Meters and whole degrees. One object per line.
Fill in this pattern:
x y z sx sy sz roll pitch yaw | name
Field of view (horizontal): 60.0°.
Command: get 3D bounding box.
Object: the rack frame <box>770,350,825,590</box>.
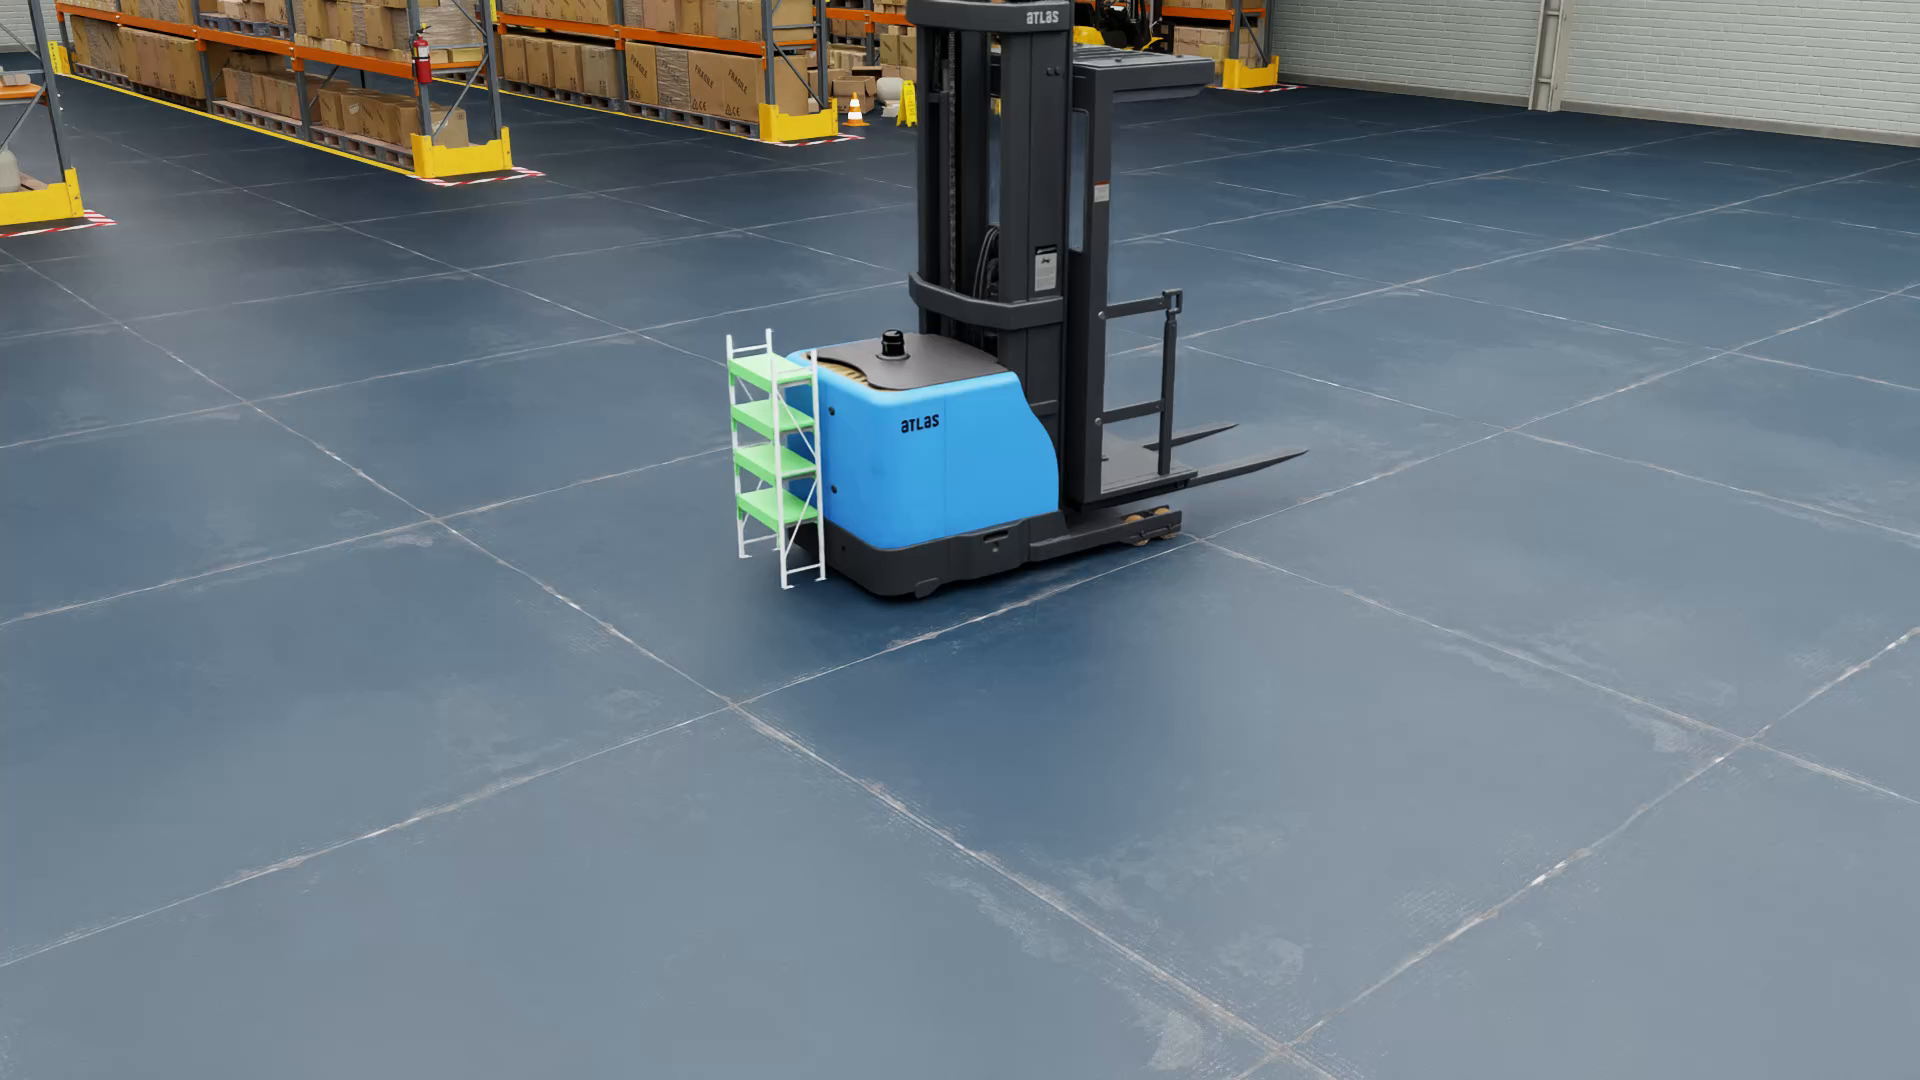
-0.794 -0.335 8.191 0.240 1.200 0.015 -14 25 -30 | rack frame

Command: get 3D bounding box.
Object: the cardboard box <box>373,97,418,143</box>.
-7.317 -5.496 21.754 0.500 0.500 0.500 -14 26 -33 | cardboard box

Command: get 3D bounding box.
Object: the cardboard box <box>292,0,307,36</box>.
-8.475 -7.104 22.465 0.875 0.500 0.500 -17 27 -37 | cardboard box

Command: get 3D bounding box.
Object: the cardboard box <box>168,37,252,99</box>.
-11.768 -7.565 26.524 1.225 0.875 0.875 -19 28 -40 | cardboard box

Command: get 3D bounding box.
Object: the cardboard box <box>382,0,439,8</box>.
-6.657 -6.697 20.054 0.500 0.500 0.500 -17 27 -37 | cardboard box

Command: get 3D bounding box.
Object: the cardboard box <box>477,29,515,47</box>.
-8.155 -8.824 29.223 0.500 0.250 0.500 -18 28 -39 | cardboard box

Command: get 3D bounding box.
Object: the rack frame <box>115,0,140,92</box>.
-13.944 -9.269 28.535 1.000 3.000 0.127 -17 27 -37 | rack frame

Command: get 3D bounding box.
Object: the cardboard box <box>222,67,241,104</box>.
-10.881 -7.024 25.629 0.700 0.500 0.500 -19 28 -40 | cardboard box

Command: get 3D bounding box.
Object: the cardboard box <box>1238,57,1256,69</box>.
4.982 -8.593 30.004 0.500 0.250 0.500 -17 27 -37 | cardboard box

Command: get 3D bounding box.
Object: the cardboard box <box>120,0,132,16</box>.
-13.833 -9.129 28.041 0.500 0.500 0.500 -17 27 -37 | cardboard box

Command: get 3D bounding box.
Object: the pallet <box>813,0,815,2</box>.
-3.280 -10.262 31.334 1.213 0.211 1.003 -17 27 -37 | pallet

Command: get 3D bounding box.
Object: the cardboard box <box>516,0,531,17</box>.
-7.087 -9.035 27.801 0.500 0.500 0.500 -18 28 -38 | cardboard box

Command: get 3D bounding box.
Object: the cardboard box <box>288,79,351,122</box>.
-9.107 -6.274 23.714 0.500 0.500 0.700 20 29 41 | cardboard box

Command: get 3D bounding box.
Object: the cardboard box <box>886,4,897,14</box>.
-1.048 -9.080 28.397 0.380 0.149 0.250 -16 27 -36 | cardboard box

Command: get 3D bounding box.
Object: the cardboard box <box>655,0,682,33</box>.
-4.009 -7.858 24.729 0.875 0.550 0.550 -17 27 -37 | cardboard box

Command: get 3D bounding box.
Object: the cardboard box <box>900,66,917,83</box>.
-0.677 -7.961 28.390 0.500 0.250 0.500 -16 26 -34 | cardboard box

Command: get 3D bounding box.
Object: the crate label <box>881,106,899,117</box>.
-1.041 -6.635 25.738 0.298 0.136 0.250 7 23 18 | crate label

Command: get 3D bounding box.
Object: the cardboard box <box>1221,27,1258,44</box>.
4.984 -9.054 29.810 0.500 0.250 0.500 -18 28 -38 | cardboard box

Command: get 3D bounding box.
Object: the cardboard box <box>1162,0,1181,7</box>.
3.968 -9.902 30.016 0.500 0.500 0.500 -18 28 -38 | cardboard box

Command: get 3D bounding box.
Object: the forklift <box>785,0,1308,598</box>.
0.594 -1.476 8.733 3.031 2.935 1.130 -14 25 -31 | forklift

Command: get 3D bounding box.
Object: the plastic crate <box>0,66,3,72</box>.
-11.223 -5.368 18.938 0.530 0.136 0.437 -17 27 -37 | plastic crate

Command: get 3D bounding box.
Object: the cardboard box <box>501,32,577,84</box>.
-7.180 -8.275 28.507 1.050 0.750 0.750 -18 28 -38 | cardboard box

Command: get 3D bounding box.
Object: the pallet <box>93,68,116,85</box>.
-15.182 -8.536 30.489 1.003 0.211 1.213 -17 27 -37 | pallet

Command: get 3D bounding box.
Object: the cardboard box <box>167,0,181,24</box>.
-12.164 -8.427 26.248 0.500 0.500 0.500 -18 28 -38 | cardboard box

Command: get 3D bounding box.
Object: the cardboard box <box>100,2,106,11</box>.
-14.727 -9.300 28.960 0.380 0.149 0.250 -18 28 -38 | cardboard box

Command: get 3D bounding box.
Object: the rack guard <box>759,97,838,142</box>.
-2.272 -5.936 23.453 1.175 0.500 0.348 -17 27 -37 | rack guard

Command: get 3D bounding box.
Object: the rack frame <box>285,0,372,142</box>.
-8.722 -7.058 22.892 1.000 3.000 0.127 -17 27 -37 | rack frame

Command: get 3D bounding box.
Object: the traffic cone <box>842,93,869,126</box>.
-1.559 -6.410 24.714 0.336 0.463 0.334 -17 27 -37 | traffic cone

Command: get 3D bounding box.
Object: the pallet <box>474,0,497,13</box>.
-8.056 -9.399 29.130 1.213 0.211 1.003 -17 27 -37 | pallet

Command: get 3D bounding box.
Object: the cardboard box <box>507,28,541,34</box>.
-7.776 -8.945 29.533 0.500 0.250 0.500 -19 28 -40 | cardboard box

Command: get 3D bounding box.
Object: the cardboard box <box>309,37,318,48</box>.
-8.472 -6.676 22.260 0.380 0.149 0.250 -17 27 -37 | cardboard box

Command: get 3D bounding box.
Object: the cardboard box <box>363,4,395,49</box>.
-6.867 -6.406 20.683 0.875 0.500 0.500 -17 27 -37 | cardboard box

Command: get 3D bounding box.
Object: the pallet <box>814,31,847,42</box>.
-3.126 -11.702 38.572 1.003 0.211 1.213 -17 27 -37 | pallet

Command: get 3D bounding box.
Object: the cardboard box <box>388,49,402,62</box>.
-6.819 -5.992 20.514 0.380 0.149 0.250 -17 27 -37 | cardboard box

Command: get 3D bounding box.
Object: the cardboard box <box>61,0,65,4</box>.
-16.405 -10.010 30.772 0.380 0.149 0.250 -18 28 -38 | cardboard box

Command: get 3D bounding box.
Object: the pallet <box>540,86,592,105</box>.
-6.260 -7.445 27.704 1.003 0.211 1.213 -17 27 -37 | pallet

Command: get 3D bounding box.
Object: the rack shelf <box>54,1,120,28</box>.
-15.250 -9.486 30.077 1.077 0.370 4.000 -17 27 -37 | rack shelf

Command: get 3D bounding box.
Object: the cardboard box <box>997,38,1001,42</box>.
0.719 -8.015 27.502 0.500 0.500 0.500 -19 28 -39 | cardboard box

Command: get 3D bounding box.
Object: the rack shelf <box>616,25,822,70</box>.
-3.593 -7.324 24.556 1.077 0.370 4.000 -17 27 -37 | rack shelf

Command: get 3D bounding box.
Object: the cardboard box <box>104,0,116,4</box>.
-14.431 -9.397 28.660 0.500 0.250 0.500 -18 28 -38 | cardboard box

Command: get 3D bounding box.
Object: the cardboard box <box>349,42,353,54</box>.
-7.623 -6.341 21.405 0.380 0.149 0.250 -17 27 -37 | cardboard box

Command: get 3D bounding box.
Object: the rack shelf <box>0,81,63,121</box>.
-11.169 -4.992 18.602 1.077 0.370 4.000 -17 27 -37 | rack shelf

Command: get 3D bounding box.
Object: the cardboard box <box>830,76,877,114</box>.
-1.668 -7.033 26.249 0.637 0.503 0.797 3 22 9 | cardboard box

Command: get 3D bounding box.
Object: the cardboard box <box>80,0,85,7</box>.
-15.568 -9.656 29.868 0.380 0.149 0.250 -18 28 -39 | cardboard box

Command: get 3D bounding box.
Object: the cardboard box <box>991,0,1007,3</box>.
0.833 -8.582 26.237 0.500 0.500 0.500 -18 28 -38 | cardboard box

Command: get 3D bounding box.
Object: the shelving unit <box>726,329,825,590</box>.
-0.926 -0.410 8.382 0.258 1.200 0.503 -14 25 -30 | shelving unit

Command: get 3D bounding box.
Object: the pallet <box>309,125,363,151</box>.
-8.257 -5.583 22.948 1.003 0.211 1.213 -17 27 -37 | pallet

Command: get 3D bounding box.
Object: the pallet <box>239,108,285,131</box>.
-10.032 -6.312 24.810 1.003 0.211 1.213 -17 27 -37 | pallet

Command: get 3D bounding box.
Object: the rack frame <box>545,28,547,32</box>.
-9.048 -12.733 37.380 1.000 3.000 0.127 -17 27 -37 | rack frame

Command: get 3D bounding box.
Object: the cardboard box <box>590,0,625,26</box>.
-5.442 -8.338 26.023 0.500 0.500 0.500 -18 27 -38 | cardboard box
